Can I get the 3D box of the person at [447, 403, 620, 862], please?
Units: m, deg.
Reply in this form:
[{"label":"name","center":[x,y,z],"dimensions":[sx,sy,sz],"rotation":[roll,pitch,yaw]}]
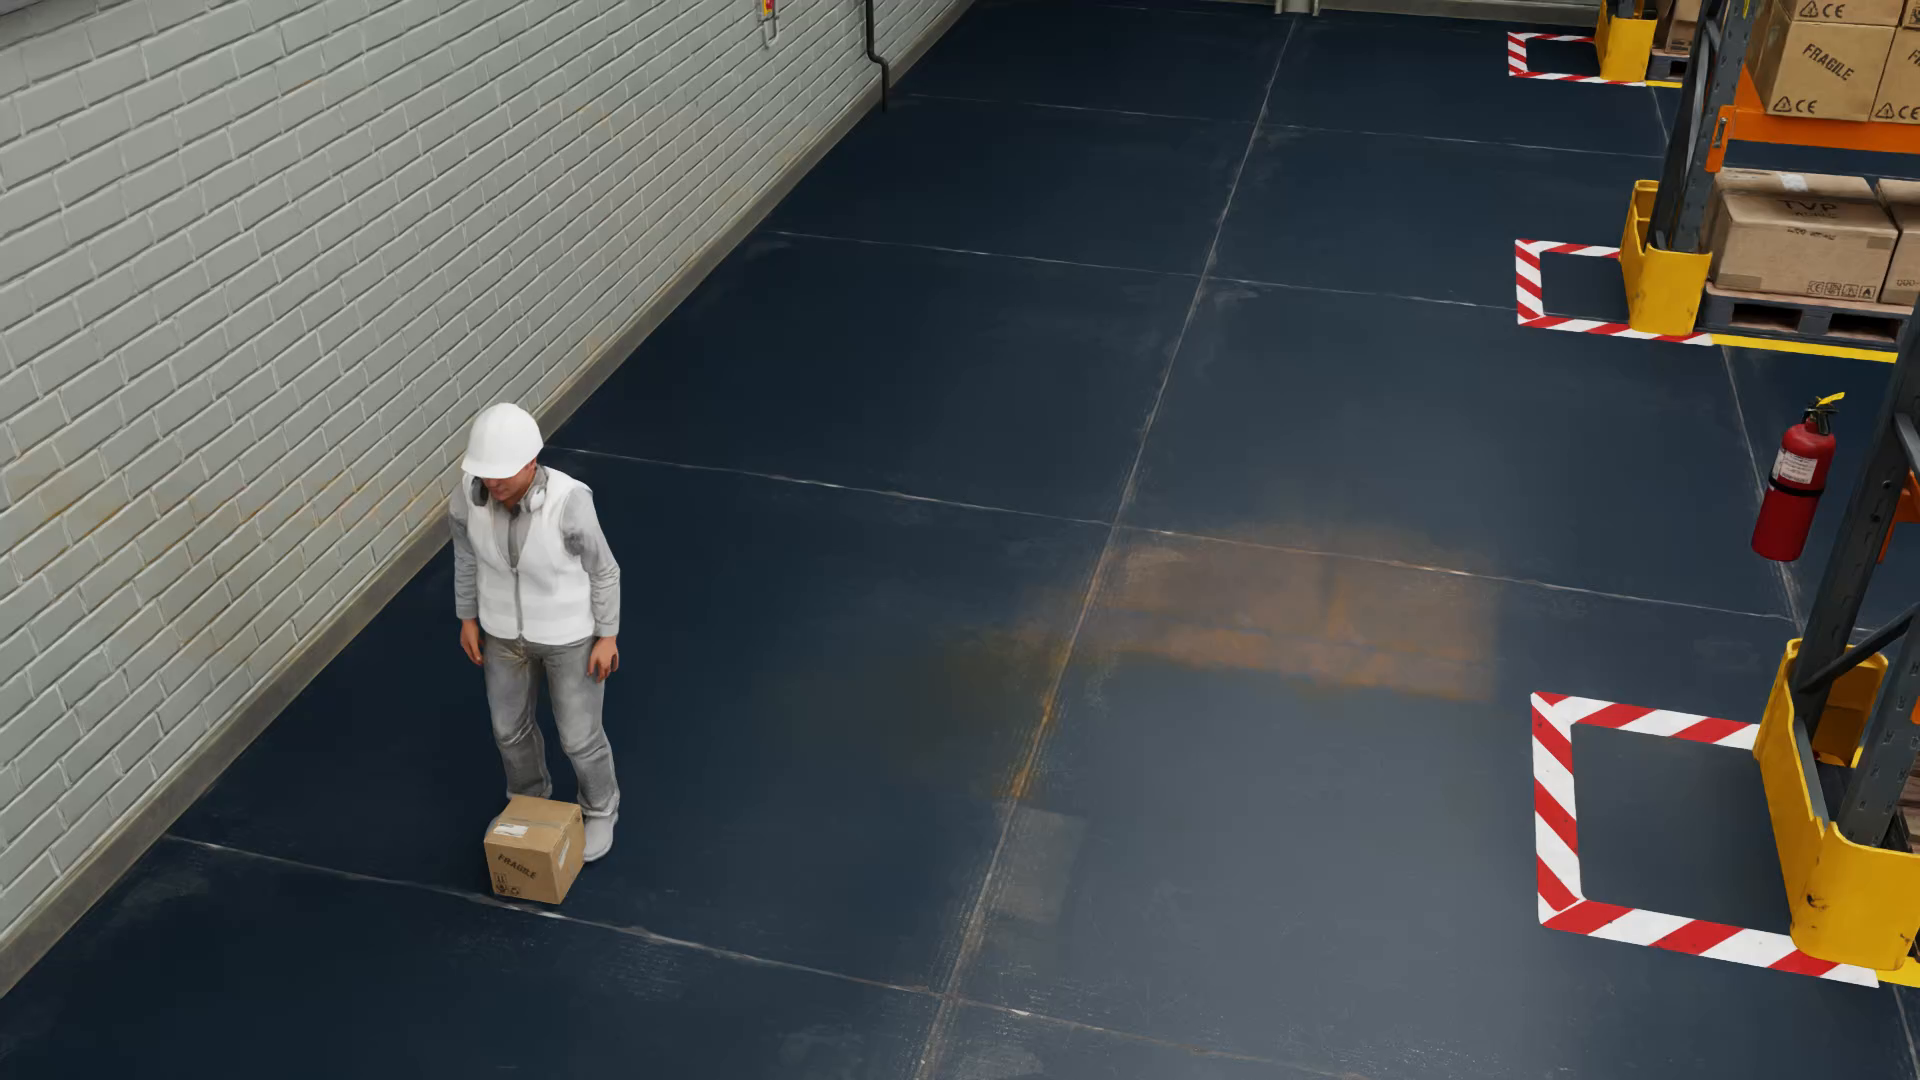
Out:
[{"label":"person","center":[-1.424,0.305,5.638],"dimensions":[0.578,1.770,0.466],"rotation":[7,33,10]}]
